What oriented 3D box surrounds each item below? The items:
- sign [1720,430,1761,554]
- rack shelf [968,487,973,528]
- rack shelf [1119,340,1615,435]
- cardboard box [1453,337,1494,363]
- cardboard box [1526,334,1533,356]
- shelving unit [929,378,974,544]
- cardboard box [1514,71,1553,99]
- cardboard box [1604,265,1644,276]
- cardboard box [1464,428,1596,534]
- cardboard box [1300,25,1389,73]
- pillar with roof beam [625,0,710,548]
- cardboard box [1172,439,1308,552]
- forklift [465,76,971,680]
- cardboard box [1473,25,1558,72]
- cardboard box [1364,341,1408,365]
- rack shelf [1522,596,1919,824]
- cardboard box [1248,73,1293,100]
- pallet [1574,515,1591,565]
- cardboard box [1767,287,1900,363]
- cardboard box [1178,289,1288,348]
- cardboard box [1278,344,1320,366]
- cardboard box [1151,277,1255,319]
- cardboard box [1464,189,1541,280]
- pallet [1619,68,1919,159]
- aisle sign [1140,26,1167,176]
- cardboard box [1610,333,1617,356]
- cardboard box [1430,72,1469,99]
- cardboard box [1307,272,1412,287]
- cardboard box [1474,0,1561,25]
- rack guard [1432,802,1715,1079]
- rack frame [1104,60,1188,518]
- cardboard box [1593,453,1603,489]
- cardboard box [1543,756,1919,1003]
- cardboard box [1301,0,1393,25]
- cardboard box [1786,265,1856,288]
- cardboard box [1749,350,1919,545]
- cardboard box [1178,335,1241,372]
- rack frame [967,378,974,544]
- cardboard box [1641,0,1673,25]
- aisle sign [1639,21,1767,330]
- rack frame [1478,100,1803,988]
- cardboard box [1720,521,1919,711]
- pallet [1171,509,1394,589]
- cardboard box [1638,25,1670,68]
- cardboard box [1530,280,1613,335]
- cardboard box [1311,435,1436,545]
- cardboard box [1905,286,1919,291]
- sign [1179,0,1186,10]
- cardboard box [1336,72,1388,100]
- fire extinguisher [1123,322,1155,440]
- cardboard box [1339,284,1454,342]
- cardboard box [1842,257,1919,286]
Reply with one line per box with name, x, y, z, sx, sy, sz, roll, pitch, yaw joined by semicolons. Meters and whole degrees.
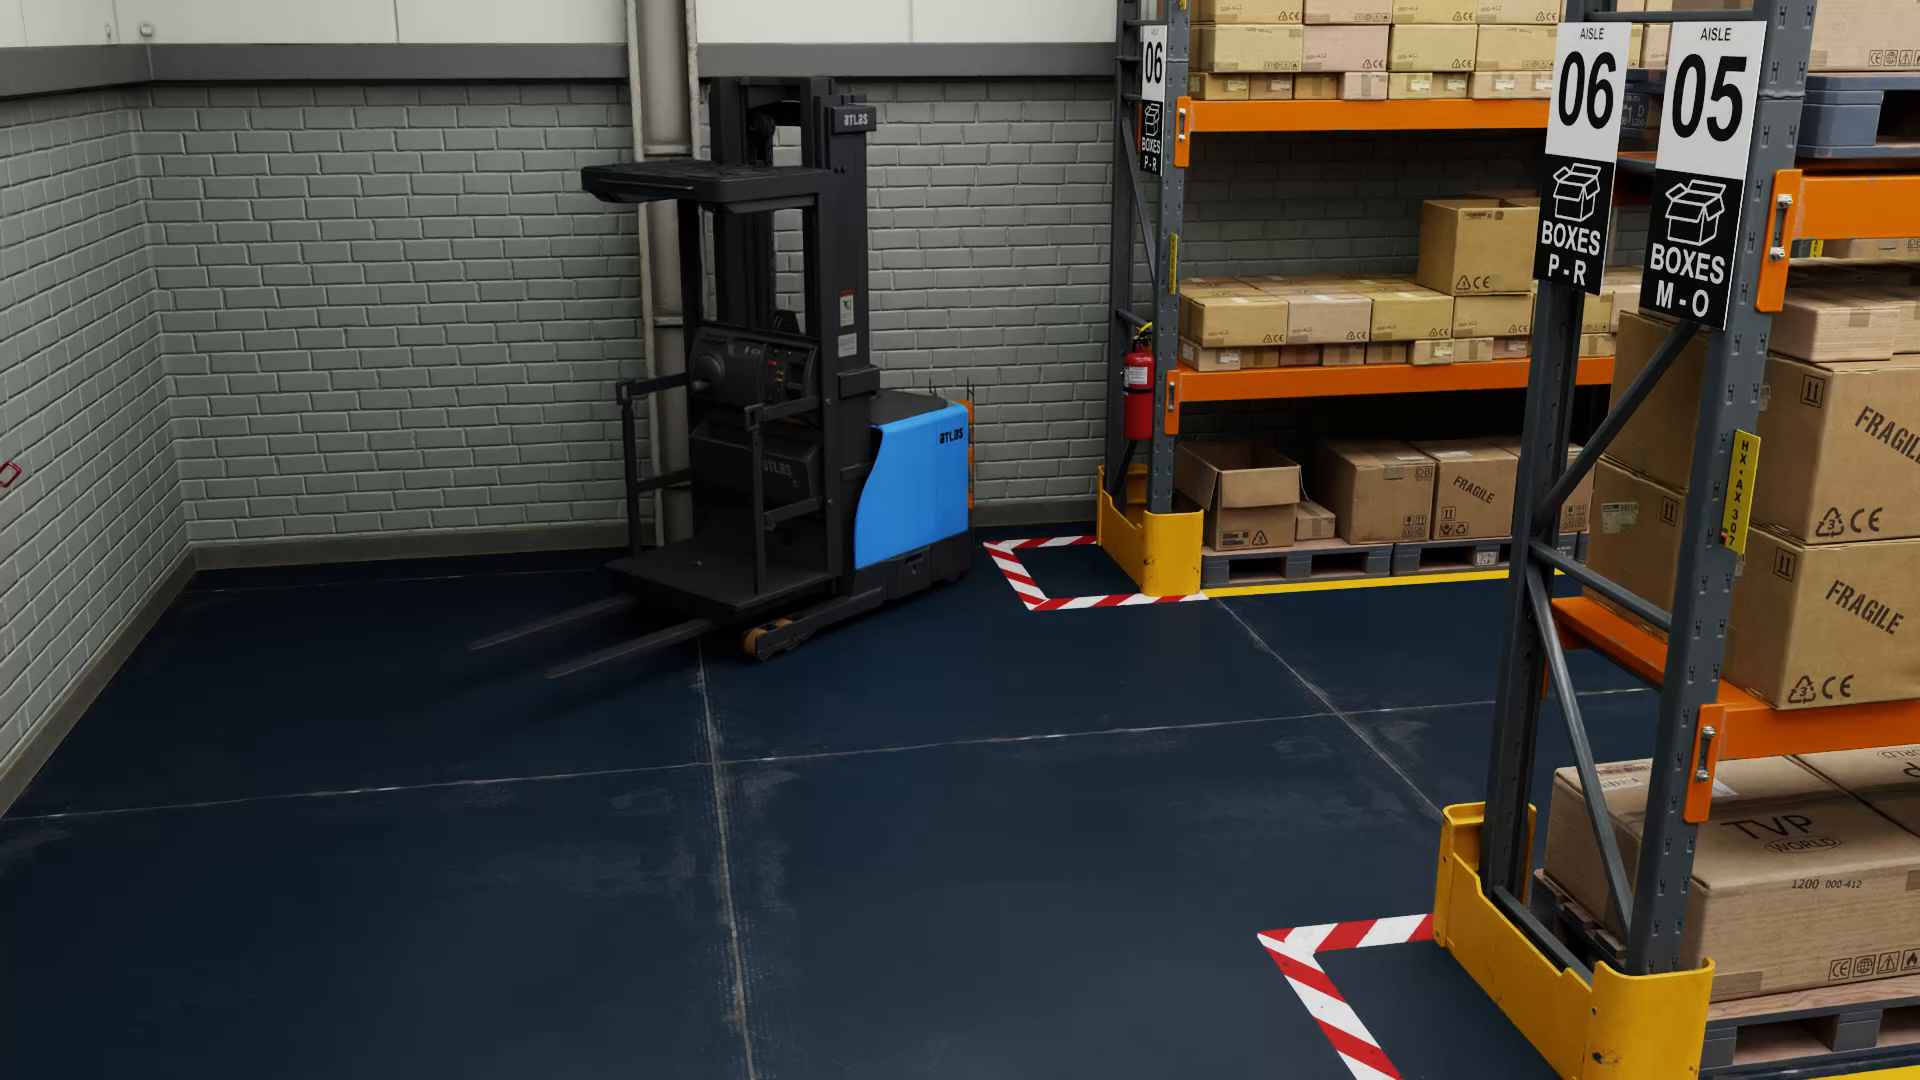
sign;2.119;-0.130;4.518;0.005;0.325;0.100;-3;17;-10
rack shelf;-0.053;-0.223;10.733;0.240;0.259;0.215;-3;17;-10
rack shelf;3.038;-1.037;10.305;4.000;0.370;1.077;-3;17;-10
cardboard box;2.978;-1.167;9.930;0.250;0.149;0.380;-3;17;-9
cardboard box;3.452;-1.228;10.130;0.250;0.149;0.380;-3;17;-10
shelving unit;-0.053;-0.499;10.648;0.252;1.050;0.215;-3;17;-10
cardboard box;3.199;-2.607;9.510;0.250;0.149;0.380;-3;17;-9
cardboard box;4.464;-1.613;10.704;0.500;0.250;0.500;-3;17;-11
cardboard box;3.559;-0.377;10.471;0.500;0.500;0.700;-4;18;-13
cardboard box;2.057;-2.754;9.310;0.500;0.250;0.500;-3;17;-9
pillar with roof beam;-0.927;-3.006;5.273;0.400;9.000;9.100;-3;17;-10
cardboard box;1.693;-0.284;10.164;0.637;0.503;0.797;-4;18;-13
forklift;-1.258;-0.932;8.854;1.130;2.935;3.031;14;22;37
cardboard box;3.065;-2.815;9.507;0.500;0.250;0.500;-4;17;-11
cardboard box;2.461;-1.154;9.888;0.250;0.149;0.380;-3;17;-10
rack shelf;3.983;0.393;5.647;4.000;0.370;1.077;-3;17;-10
cardboard box;1.684;-2.556;9.345;0.250;0.149;0.380;-3;17;-9
pallet;4.327;-0.121;10.848;1.213;0.211;1.003;-3;17;-10
cardboard box;2.421;-0.615;4.727;0.250;0.149;0.380;-3;17;-9
cardboard box;1.571;-1.288;9.645;0.500;0.250;0.500;-3;17;-10
cardboard box;1.942;-1.141;9.846;0.250;0.149;0.380;-3;17;-11
cardboard box;1.476;-1.442;10.148;0.500;0.250;0.500;-3;17;-9
cardboard box;3.489;-1.915;10.410;0.500;0.500;0.500;-4;17;-12
pallet;2.746;-1.275;4.896;1.213;0.211;1.003;-3;17;-10
aisle sign;1.063;-2.424;9.167;0.004;0.787;0.394;-3;17;-10
cardboard box;3.972;-1.233;10.145;0.250;0.149;0.380;-3;17;-9
cardboard box;2.690;-2.598;9.481;0.250;0.149;0.380;-3;17;-11
cardboard box;2.469;-1.497;10.326;0.500;0.250;0.500;-3;17;-9
cardboard box;3.050;-3.052;9.427;0.500;0.250;0.500;-3;17;-9
rack guard;1.996;1.357;5.542;0.348;0.500;1.175;-3;17;-10
rack frame;1.074;-1.270;9.837;0.127;3.000;1.000;-3;17;-10
cardboard box;4.308;-0.439;10.998;0.500;0.311;0.500;-3;17;-8
cardboard box;2.649;1.119;5.707;0.875;0.438;0.875;-4;17;-12
cardboard box;2.061;-2.988;9.221;0.500;0.250;0.500;-3;17;-11
cardboard box;2.579;-0.774;5.244;0.250;0.149;0.380;-3;17;-9
cardboard box;2.545;-0.309;4.837;0.500;0.500;0.500;-4;17;-12
cardboard box;1.449;-1.089;9.676;0.250;0.149;0.380;-3;17;-11
rack frame;0.067;-0.506;10.670;0.008;1.050;0.200;-3;17;-10
cardboard box;4.055;-3.108;9.609;0.500;0.250;0.500;-4;17;-11
aisle sign;2.004;-0.994;4.512;0.004;0.787;0.394;-3;17;-10
rack frame;2.020;0.161;5.179;0.127;3.000;1.000;-3;17;-10
cardboard box;2.545;0.169;4.982;0.500;0.500;0.500;-3;17;-11
pallet;1.932;0.014;10.406;1.213;0.211;1.003;-3;17;-10
cardboard box;4.067;-2.866;9.674;0.500;0.250;0.500;-4;17;-12
cardboard box;3.567;-1.408;10.037;0.500;0.250;0.500;-3;17;-11
cardboard box;2.540;-0.319;10.283;0.500;0.500;0.700;-3;17;-8
cardboard box;2.942;-0.631;4.781;0.250;0.149;0.380;-3;17;-9
sign;1.178;-2.965;8.759;0.005;0.325;0.100;-3;17;-10
cardboard box;2.203;-2.550;9.324;0.250;0.149;0.380;-3;17;-9
fire extinguisher;1.018;-0.913;9.443;0.183;0.674;0.296;-3;17;-10
cardboard box;2.563;-1.345;9.831;0.500;0.250;0.500;-4;17;-11
cardboard box;3.071;-0.814;5.377;0.250;0.149;0.380;-3;17;-9
